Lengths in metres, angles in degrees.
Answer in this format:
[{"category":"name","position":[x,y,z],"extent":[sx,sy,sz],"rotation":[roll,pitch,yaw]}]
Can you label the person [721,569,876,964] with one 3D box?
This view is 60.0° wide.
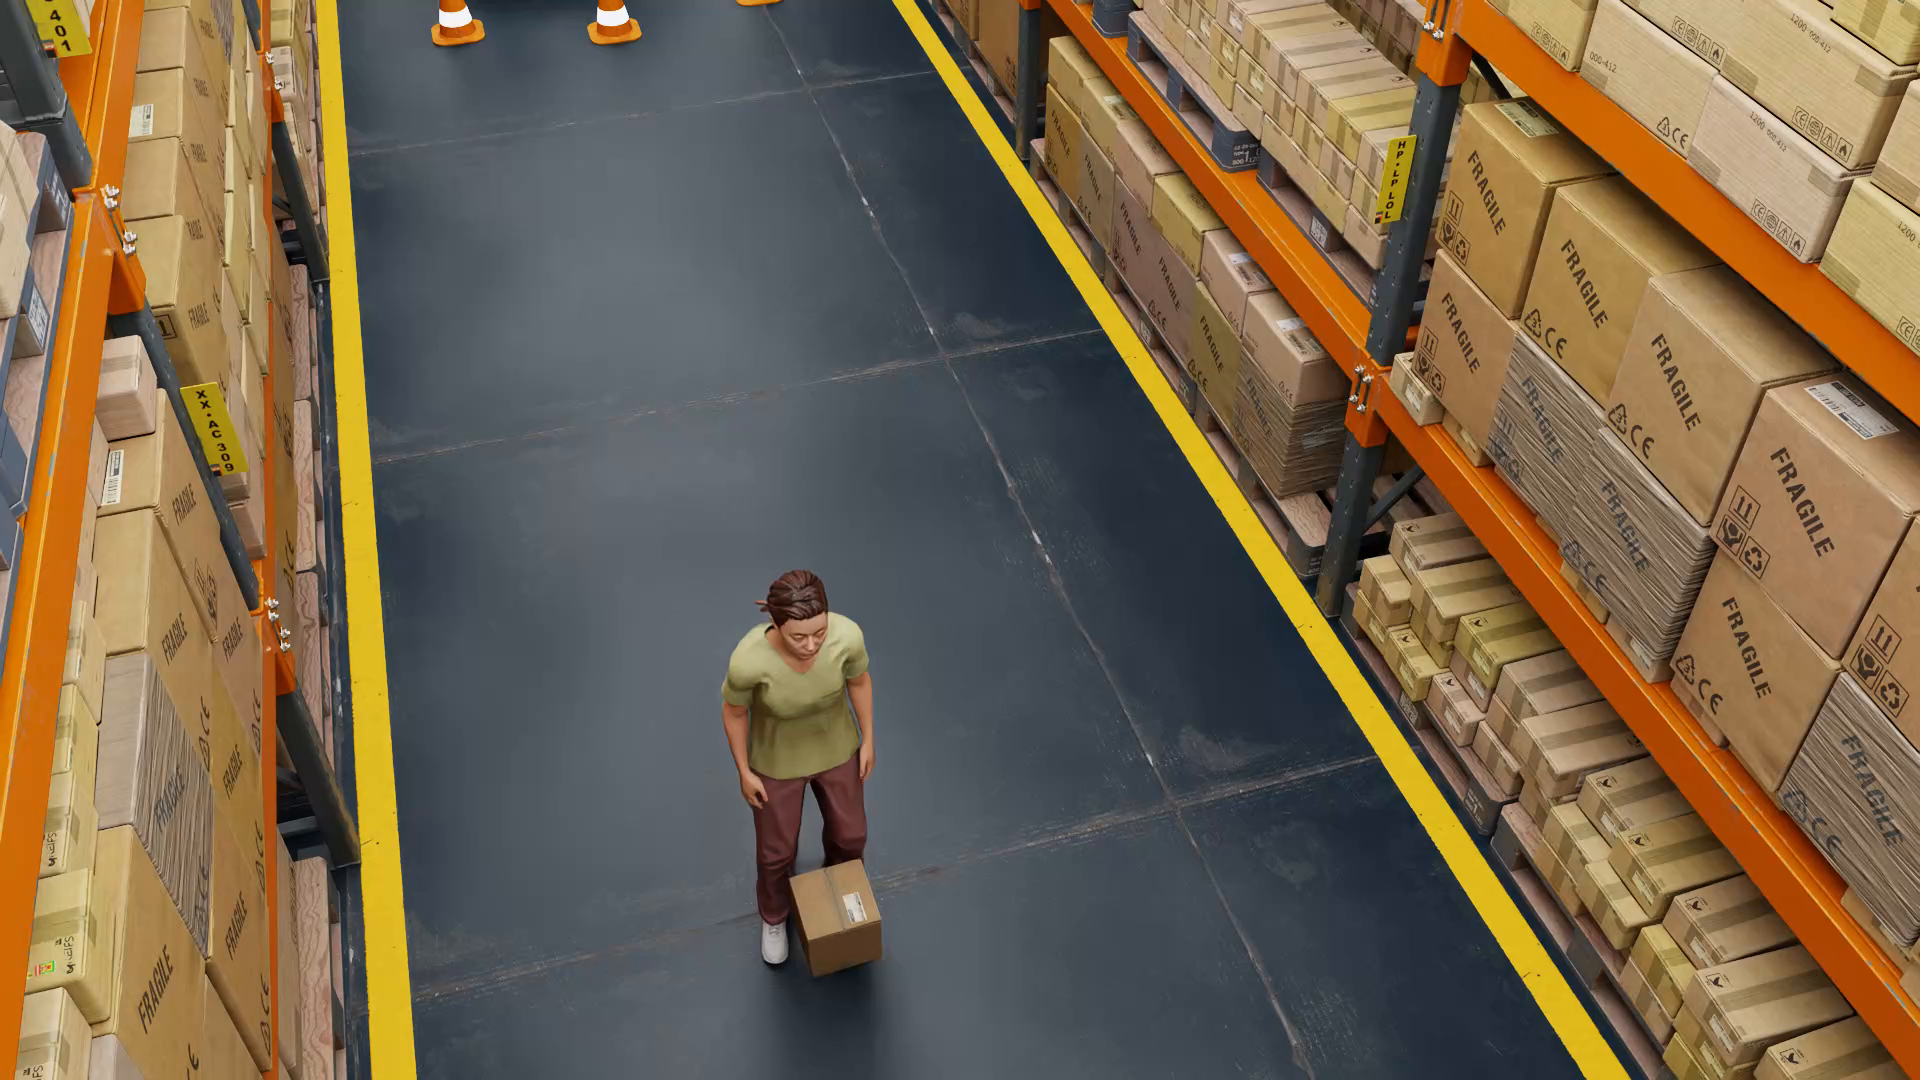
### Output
[{"category":"person","position":[-0.495,0.714,5.378],"extent":[0.488,1.674,0.361],"rotation":[-13,44,-14]}]
